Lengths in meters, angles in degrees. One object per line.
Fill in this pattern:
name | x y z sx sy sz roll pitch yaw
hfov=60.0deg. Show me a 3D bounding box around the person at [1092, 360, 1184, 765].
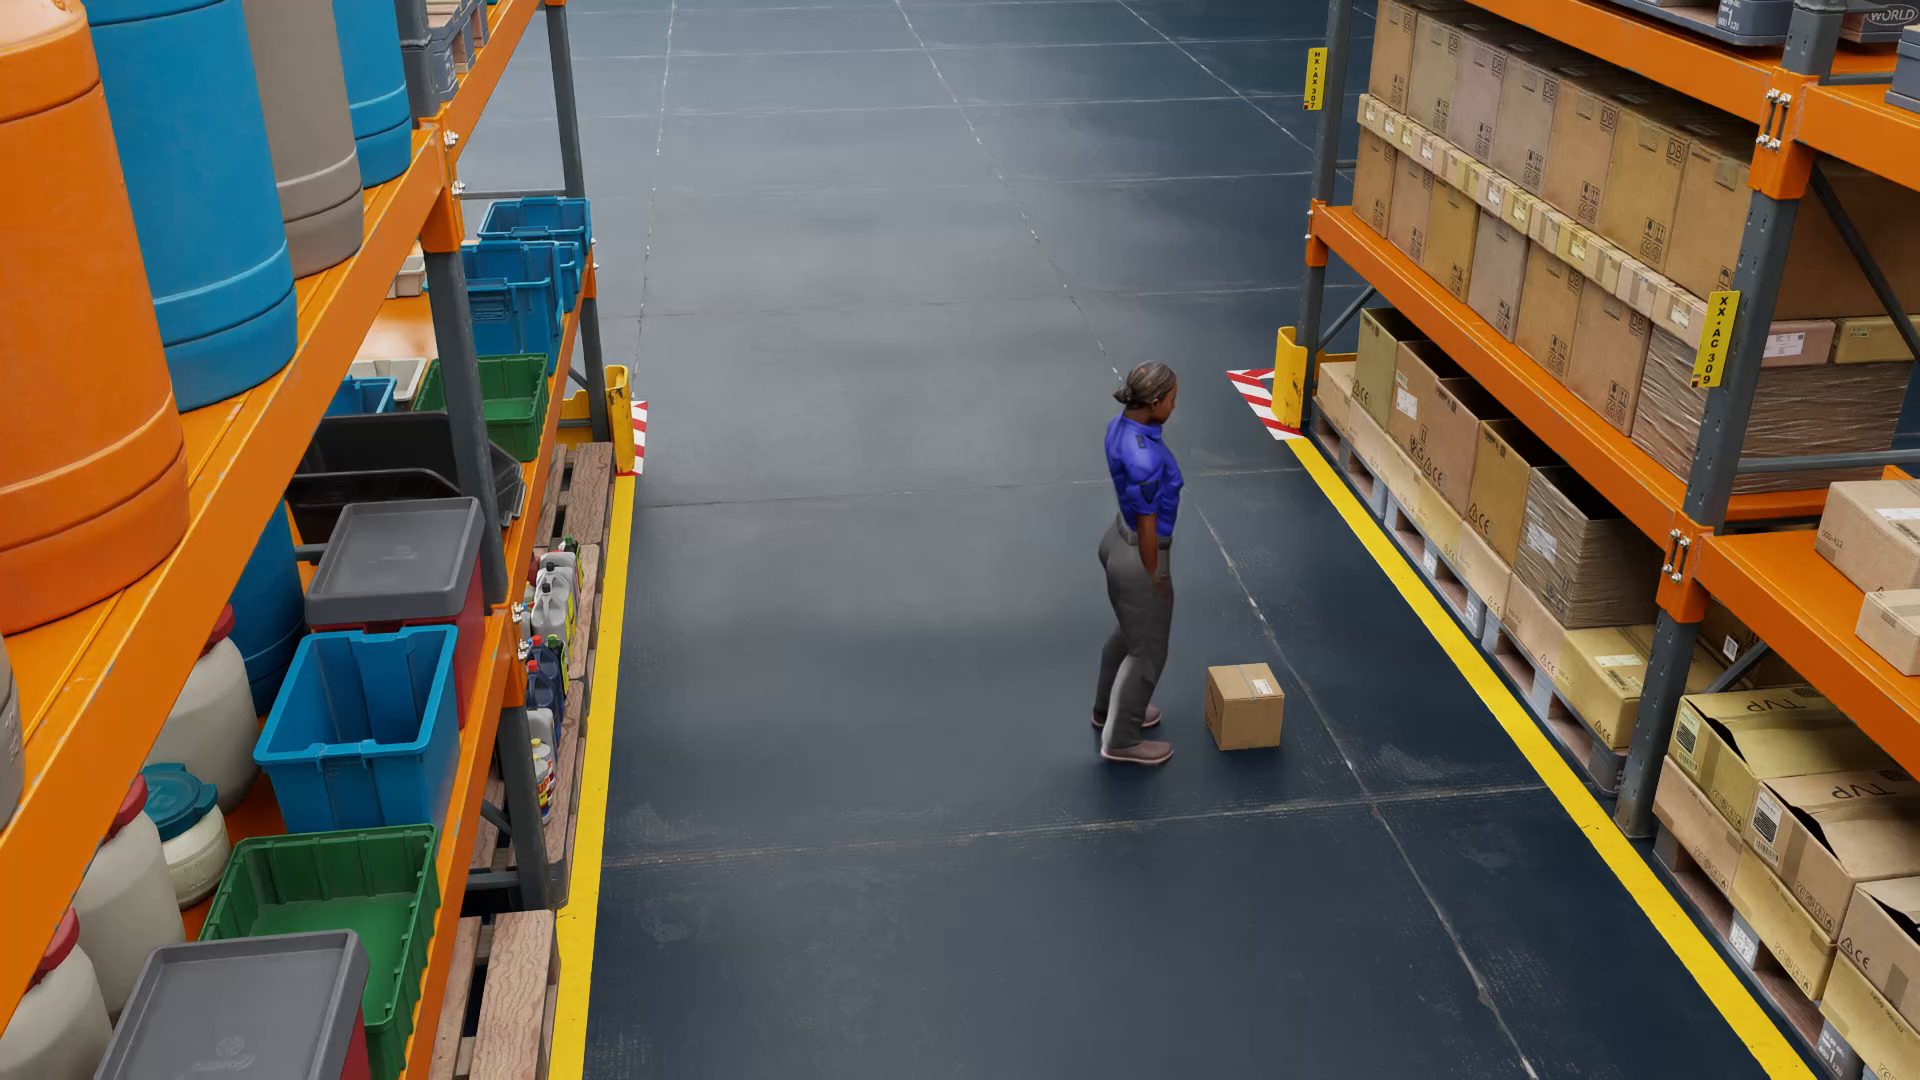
person | 0.700 0.080 6.484 0.306 1.655 0.439 -3 27 -6
